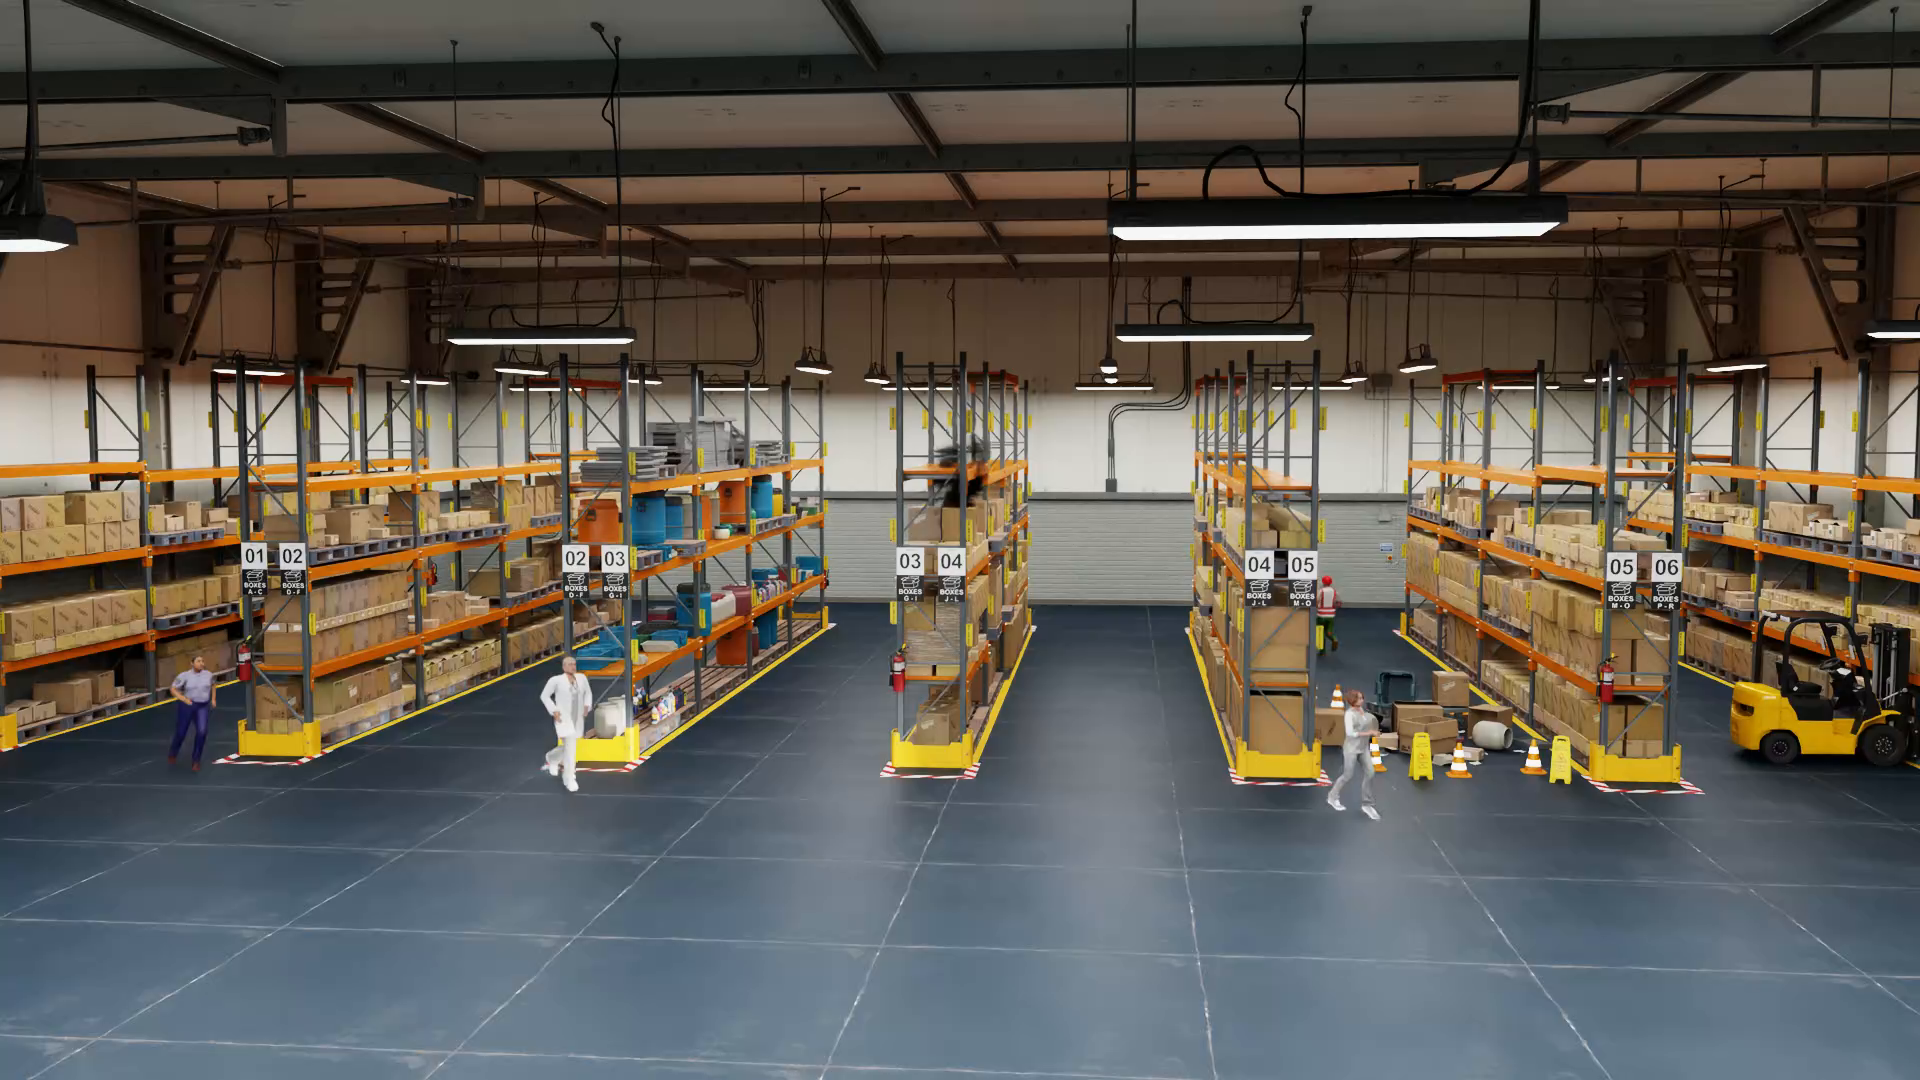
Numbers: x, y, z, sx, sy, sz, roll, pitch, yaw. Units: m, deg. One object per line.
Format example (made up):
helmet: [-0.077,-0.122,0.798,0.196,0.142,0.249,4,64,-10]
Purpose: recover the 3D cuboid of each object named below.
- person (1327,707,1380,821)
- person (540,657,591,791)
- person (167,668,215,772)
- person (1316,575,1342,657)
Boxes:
person: [4.973,2.807,21.052,0.516,1.420,0.707,-4,5,-42]
person: [-5.426,2.492,22.940,0.721,1.797,0.887,-4,6,-44]
person: [-11.106,2.587,24.097,0.675,1.482,0.775,-3,5,-37]
person: [7.784,1.621,35.335,0.633,1.749,0.745,-1,4,-10]
